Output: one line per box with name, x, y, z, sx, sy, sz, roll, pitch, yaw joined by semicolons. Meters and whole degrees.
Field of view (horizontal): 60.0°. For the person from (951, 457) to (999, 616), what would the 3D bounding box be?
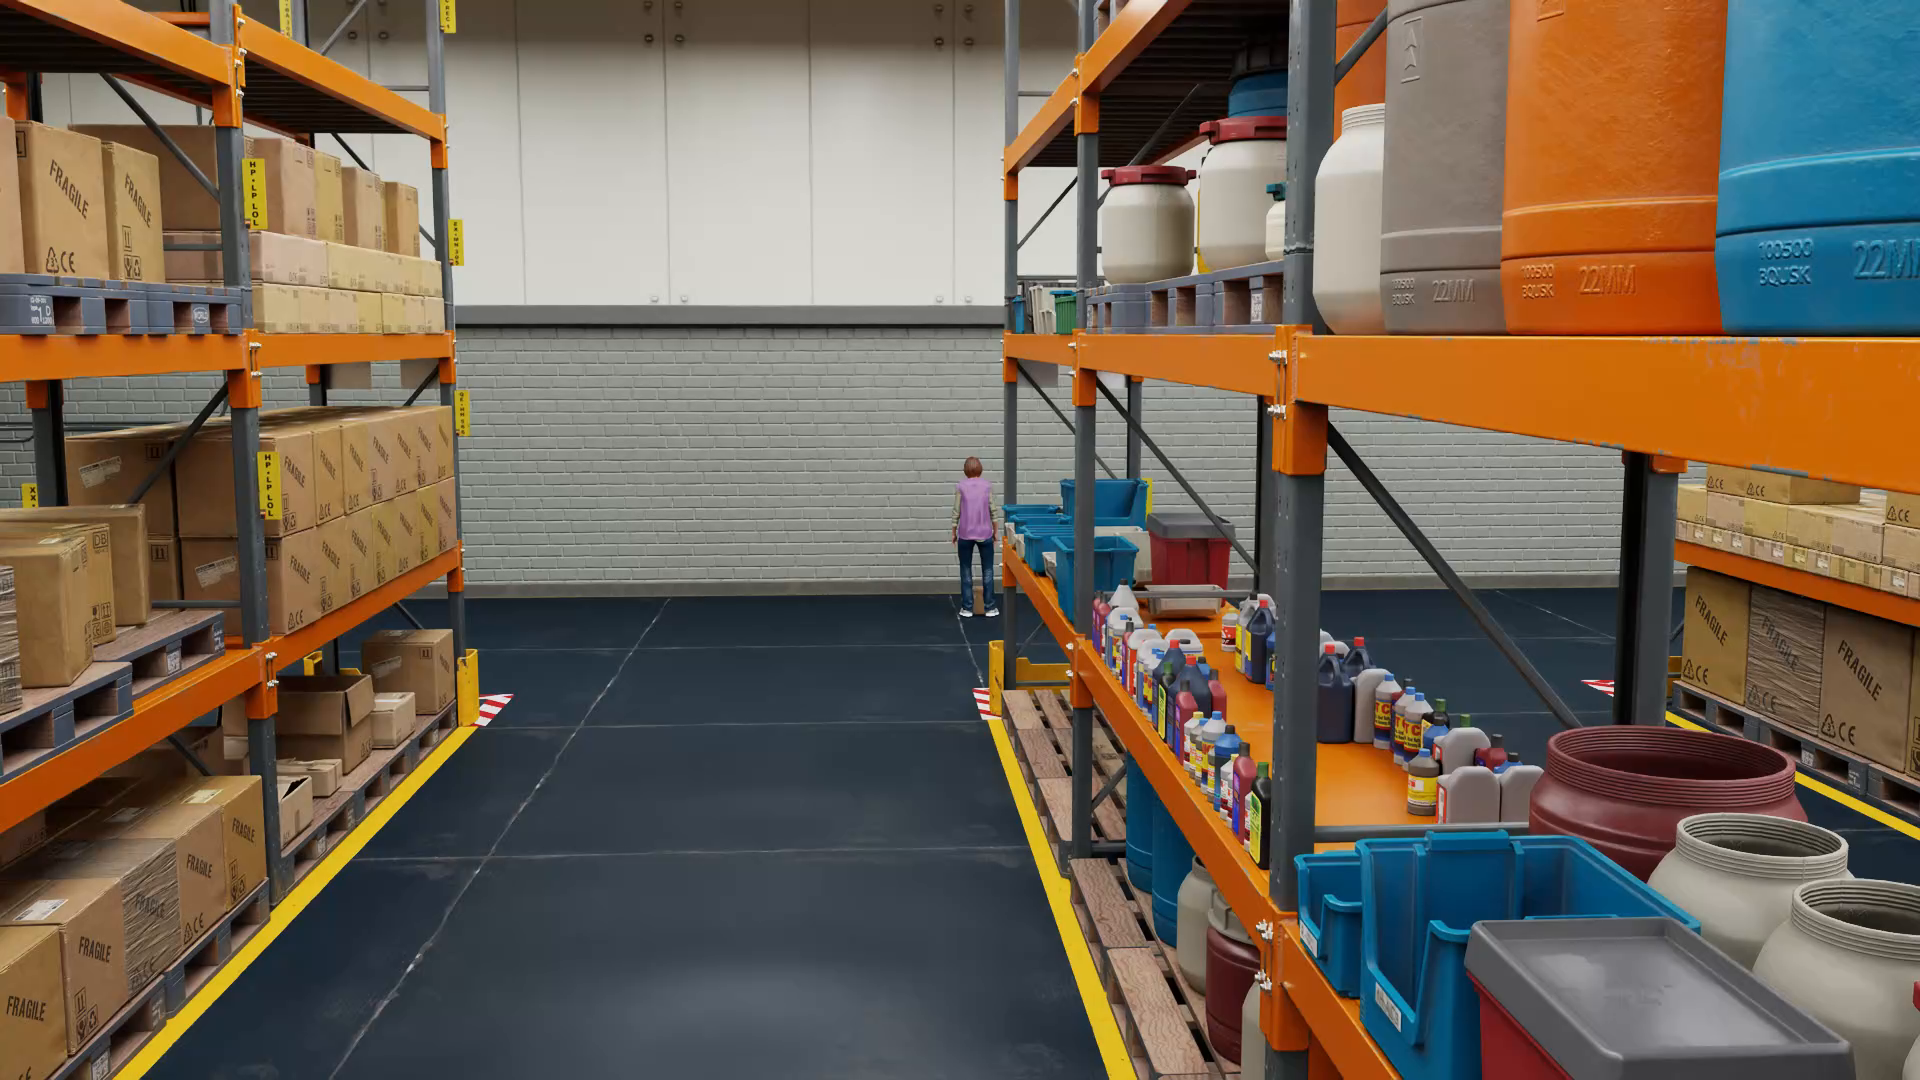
person;0.153;0.027;16.539;0.481;1.480;0.342;0;7;-3
